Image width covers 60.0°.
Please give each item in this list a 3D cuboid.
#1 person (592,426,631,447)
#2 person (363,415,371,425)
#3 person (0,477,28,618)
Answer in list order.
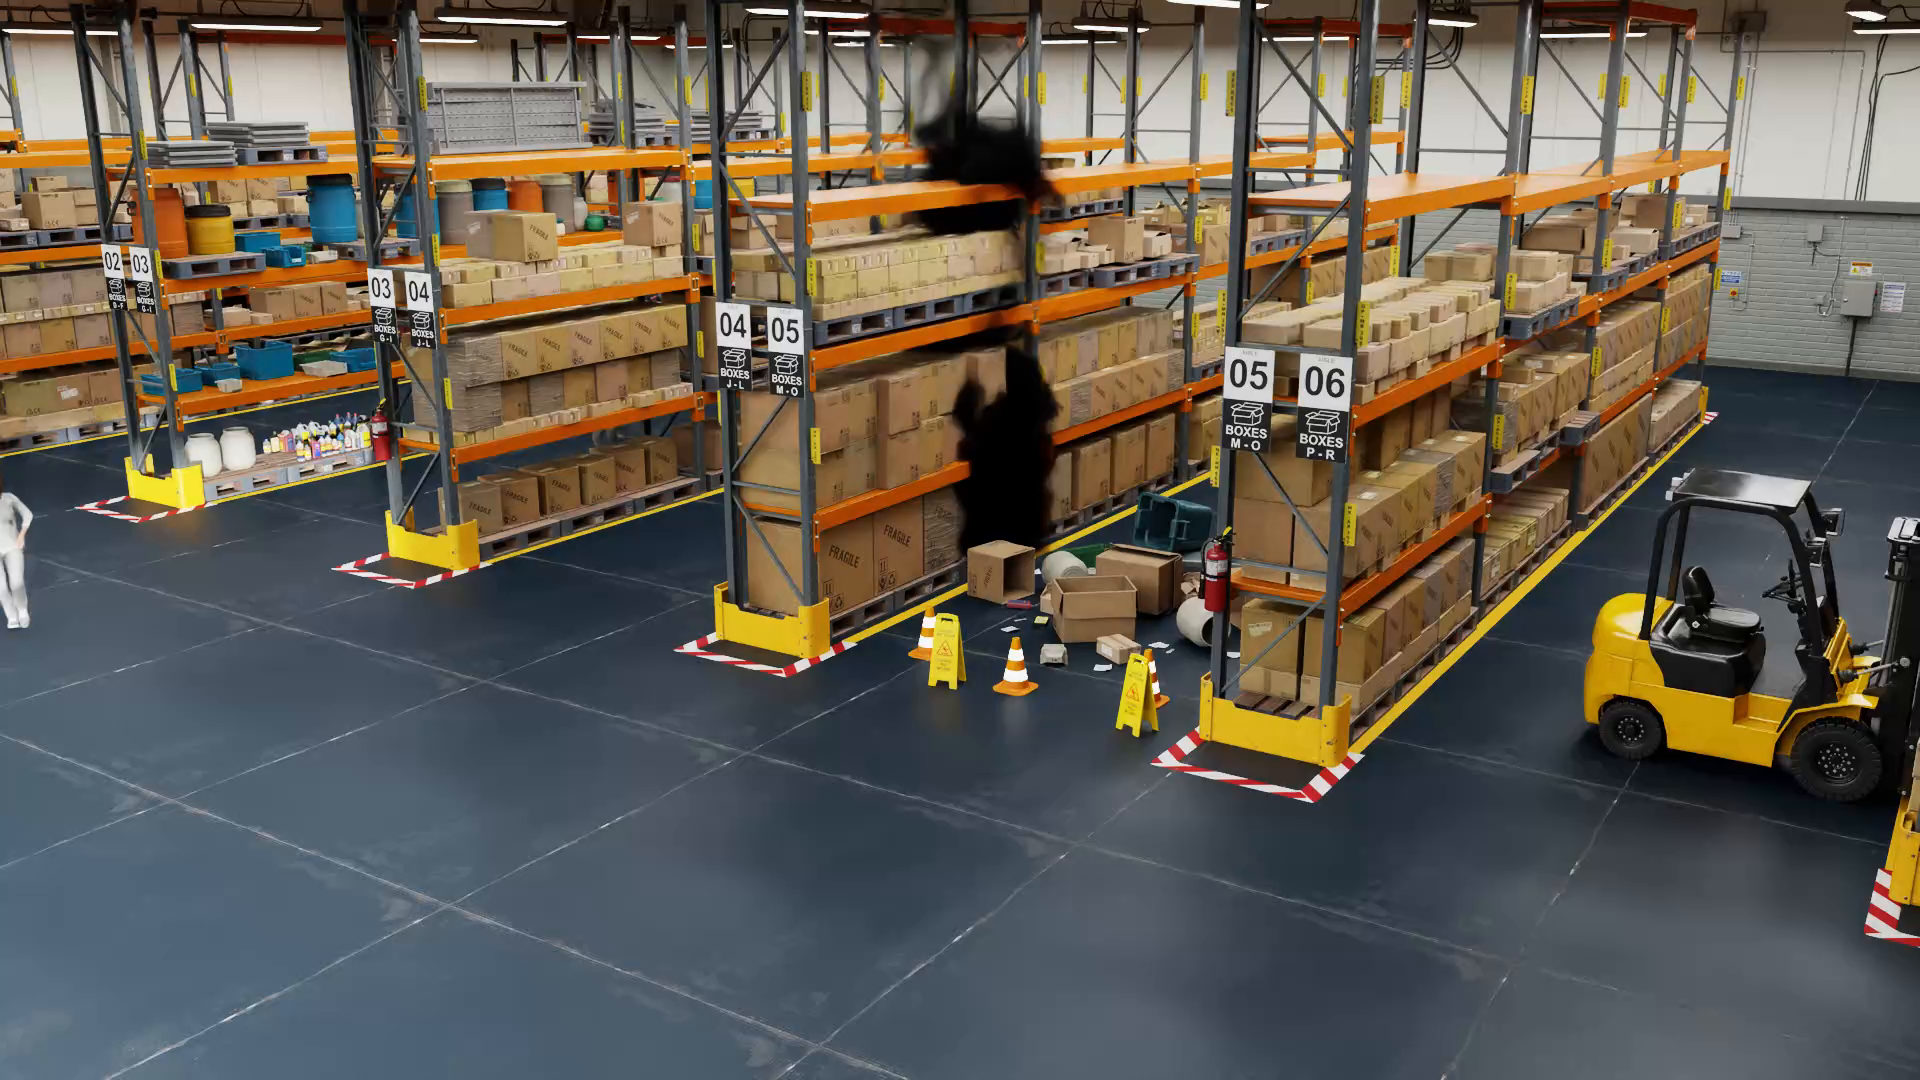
[{"bbox_3d":[-4.771,-1.796,22.583,0.579,1.654,0.658,8,18,27],"label":"person"},{"bbox_3d":[-4.851,-1.726,21.192,8.737,1.847,1.726,7,17,23],"label":"person"},{"bbox_3d":[-9.101,0.084,15.803,0.485,1.482,0.570,-7,17,-23],"label":"person"}]
